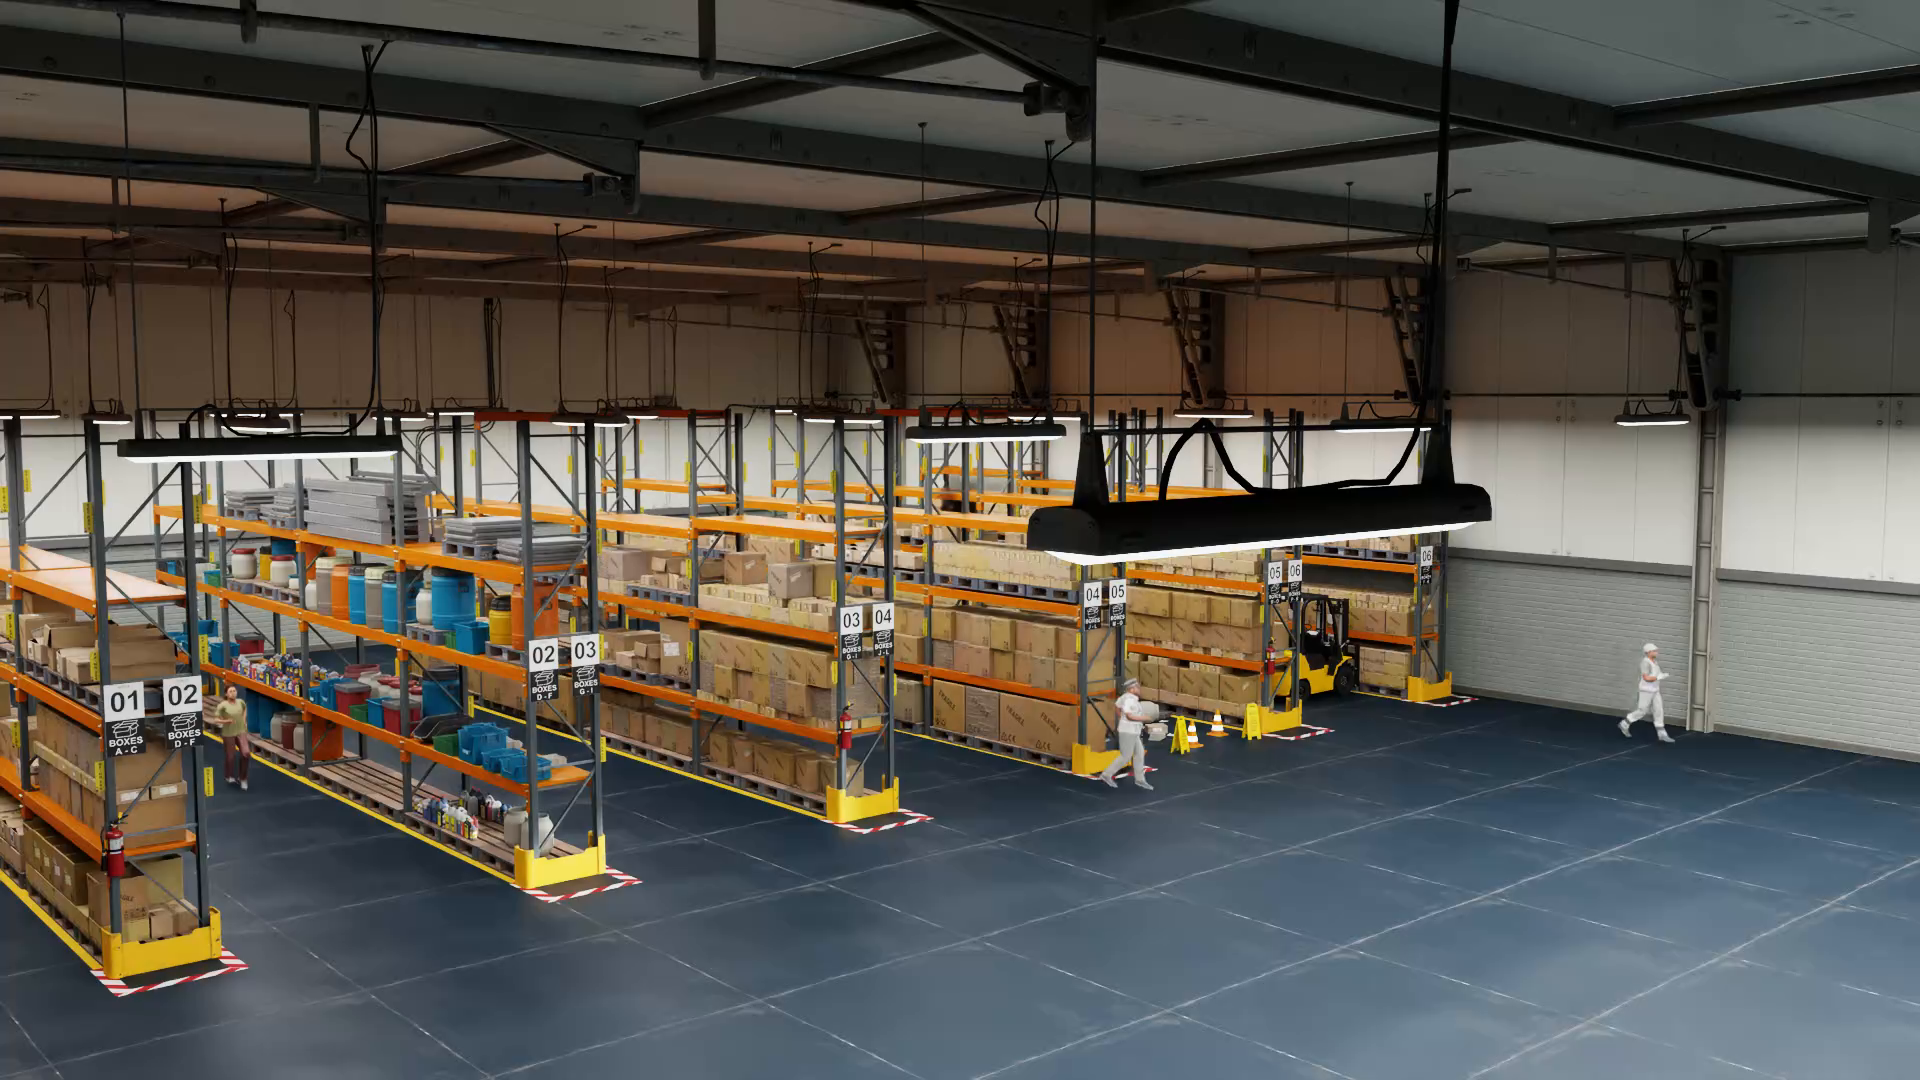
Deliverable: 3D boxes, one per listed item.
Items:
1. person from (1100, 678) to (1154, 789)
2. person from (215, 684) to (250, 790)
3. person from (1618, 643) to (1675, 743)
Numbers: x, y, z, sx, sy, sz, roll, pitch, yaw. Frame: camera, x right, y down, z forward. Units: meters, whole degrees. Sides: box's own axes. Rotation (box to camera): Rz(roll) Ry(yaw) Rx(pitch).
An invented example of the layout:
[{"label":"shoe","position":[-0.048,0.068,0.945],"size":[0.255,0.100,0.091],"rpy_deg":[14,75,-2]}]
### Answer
[{"label":"person","position":[2.684,3.107,26.678],"size":[0.869,1.814,0.678],"rpy_deg":[1,5,6]},{"label":"person","position":[-11.677,3.163,26.720],"size":[0.557,1.710,0.716],"rpy_deg":[-4,6,-39]},{"label":"person","position":[12.481,2.747,30.145],"size":[1.003,1.767,0.667],"rpy_deg":[5,7,43]}]
